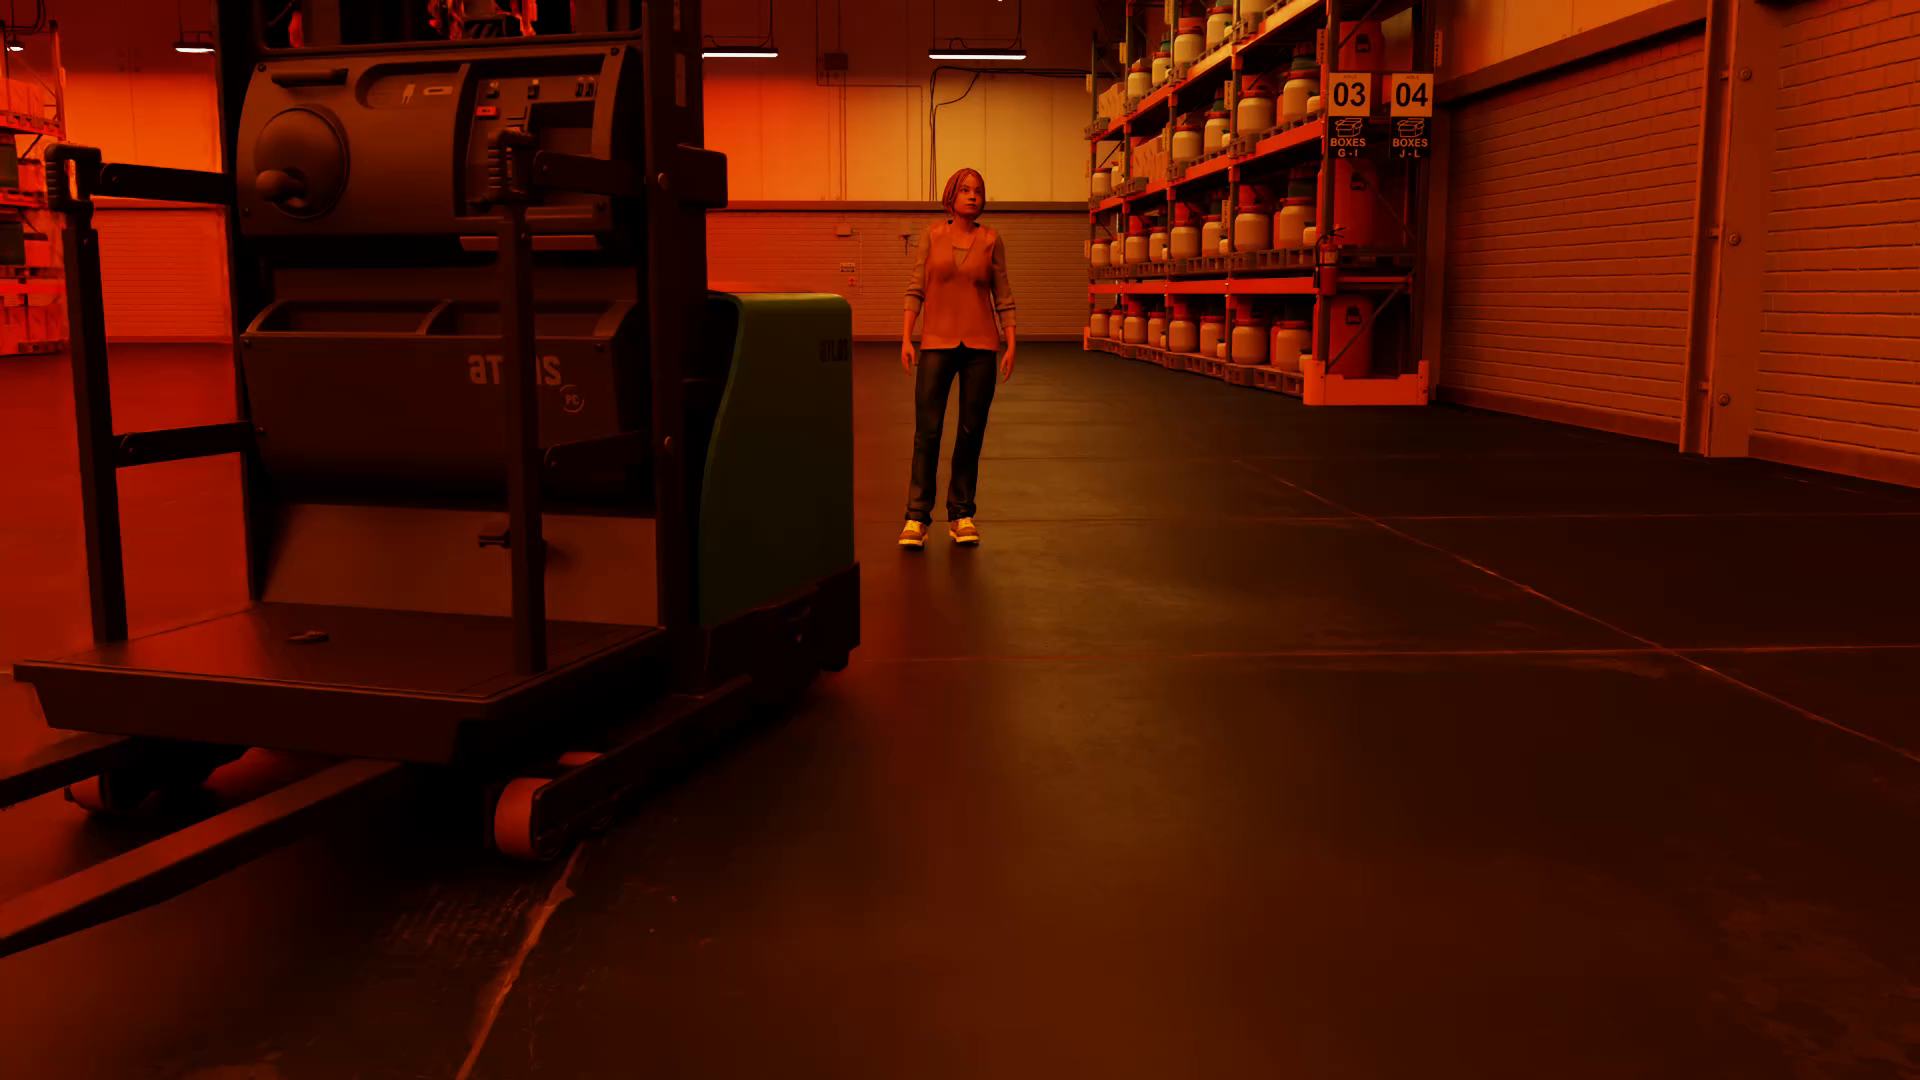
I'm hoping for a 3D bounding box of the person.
[{"bbox_3d":[-0.006,-1.138,7.166,0.501,0.918,0.257,-1,8,-4],"label":"person"}]

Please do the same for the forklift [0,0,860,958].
[{"bbox_3d":[-1.208,-0.899,3.387,1.130,2.935,3.031,3,9,17],"label":"forklift"}]
